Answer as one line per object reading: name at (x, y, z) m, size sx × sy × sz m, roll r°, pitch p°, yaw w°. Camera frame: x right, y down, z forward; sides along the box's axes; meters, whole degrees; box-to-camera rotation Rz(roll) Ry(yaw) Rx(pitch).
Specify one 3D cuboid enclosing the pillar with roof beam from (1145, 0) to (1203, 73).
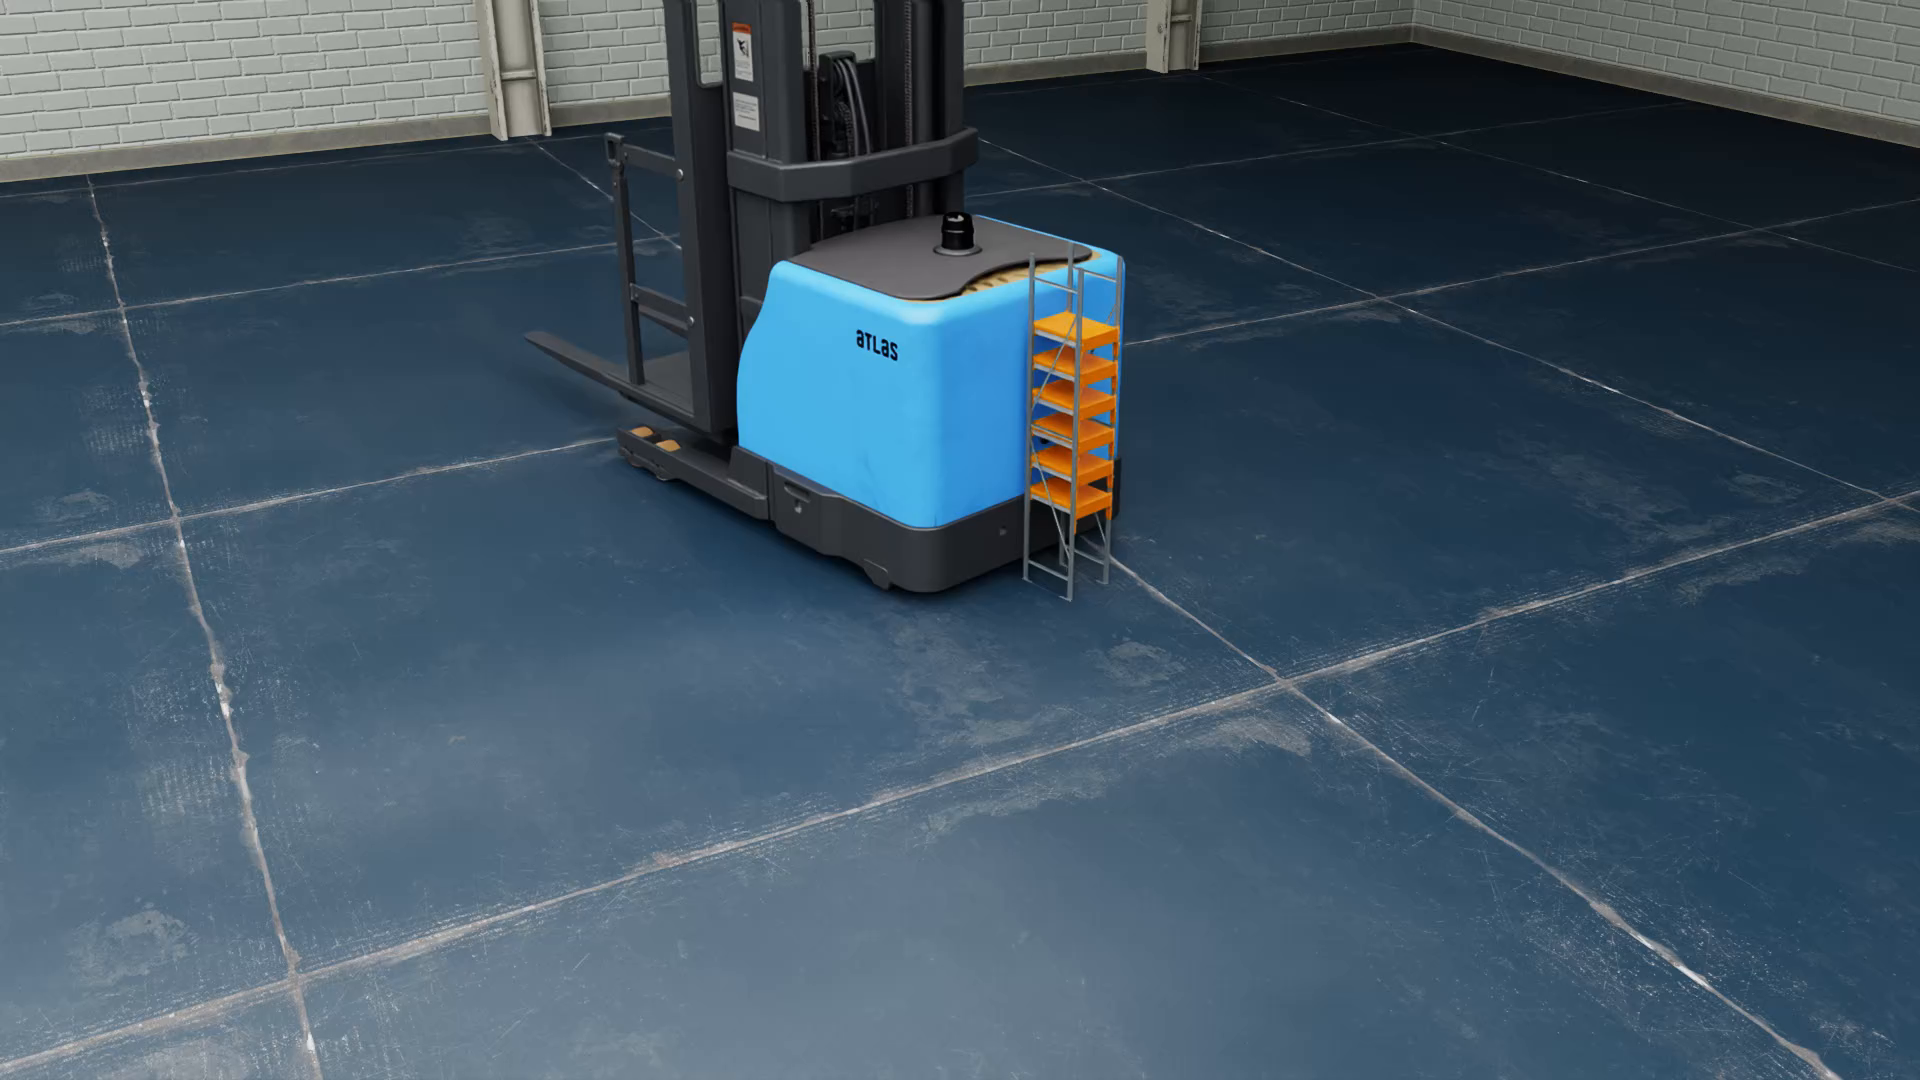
pillar with roof beam at (3.967, -6.739, 9.889) m, size 0.400 × 9.000 × 9.100 m, roll -13°, pitch 29°, yaw -25°

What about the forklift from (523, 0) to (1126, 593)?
forklift at (-0.763, -1.692, 6.388) m, size 1.130 × 2.935 × 3.031 m, roll -22°, pitch 33°, yaw -38°

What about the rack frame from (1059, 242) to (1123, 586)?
rack frame at (0.444, -0.414, 5.726) m, size 0.006 × 1.200 × 0.240 m, roll -22°, pitch 33°, yaw -38°

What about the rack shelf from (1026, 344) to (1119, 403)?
rack shelf at (0.377, -0.564, 5.585) m, size 0.180 × 0.103 × 0.258 m, roll -22°, pitch 33°, yaw -38°

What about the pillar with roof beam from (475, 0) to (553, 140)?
pillar with roof beam at (-1.327, -5.517, 7.344) m, size 0.400 × 9.000 × 9.100 m, roll -13°, pitch 29°, yaw -25°

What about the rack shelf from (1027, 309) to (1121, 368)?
rack shelf at (0.377, -0.672, 5.533) m, size 0.180 × 0.103 × 0.258 m, roll -22°, pitch 33°, yaw -38°

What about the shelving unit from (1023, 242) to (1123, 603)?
shelving unit at (0.377, -0.388, 5.670) m, size 0.189 × 1.200 × 0.258 m, roll -22°, pitch 33°, yaw -38°

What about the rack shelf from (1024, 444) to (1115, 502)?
rack shelf at (0.377, -0.239, 5.742) m, size 0.180 × 0.103 × 0.258 m, roll -22°, pitch 33°, yaw -38°

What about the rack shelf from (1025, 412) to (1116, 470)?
rack shelf at (0.377, -0.348, 5.690) m, size 0.180 × 0.103 × 0.258 m, roll -22°, pitch 33°, yaw -38°

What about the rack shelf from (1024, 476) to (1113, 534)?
rack shelf at (0.377, -0.131, 5.794) m, size 0.180 × 0.103 × 0.258 m, roll -22°, pitch 33°, yaw -38°

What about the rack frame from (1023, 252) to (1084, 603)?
rack frame at (0.310, -0.361, 5.614) m, size 0.006 × 1.200 × 0.240 m, roll -22°, pitch 33°, yaw -38°

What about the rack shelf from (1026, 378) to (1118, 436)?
rack shelf at (0.377, -0.456, 5.637) m, size 0.180 × 0.103 × 0.258 m, roll -22°, pitch 33°, yaw -38°
